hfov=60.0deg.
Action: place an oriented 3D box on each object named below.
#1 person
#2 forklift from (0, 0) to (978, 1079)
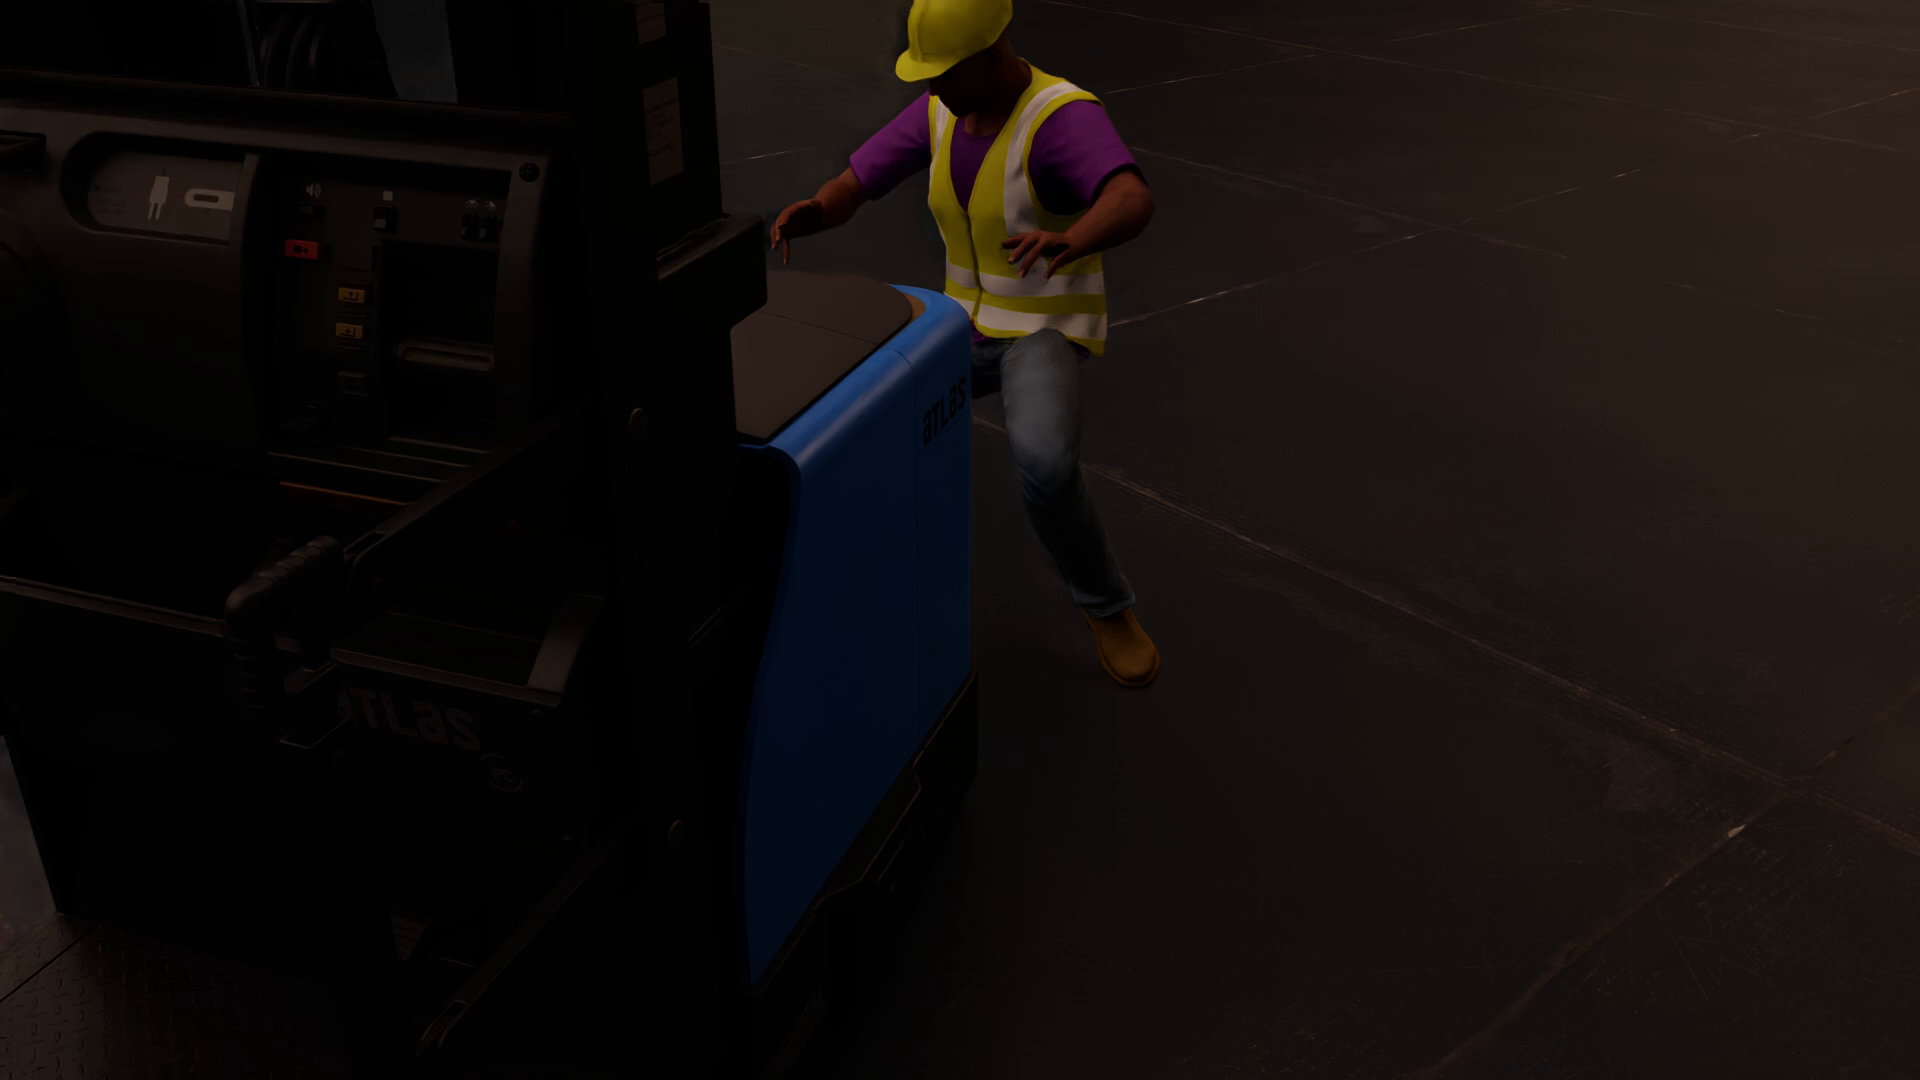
[{"bbox_3d":[0.007,-0.483,3.762,0.735,1.528,1.133,-21,33,-36],"label":"person"},{"bbox_3d":[-0.944,-0.257,1.721,1.130,2.935,3.031,9,28,18],"label":"forklift"}]
